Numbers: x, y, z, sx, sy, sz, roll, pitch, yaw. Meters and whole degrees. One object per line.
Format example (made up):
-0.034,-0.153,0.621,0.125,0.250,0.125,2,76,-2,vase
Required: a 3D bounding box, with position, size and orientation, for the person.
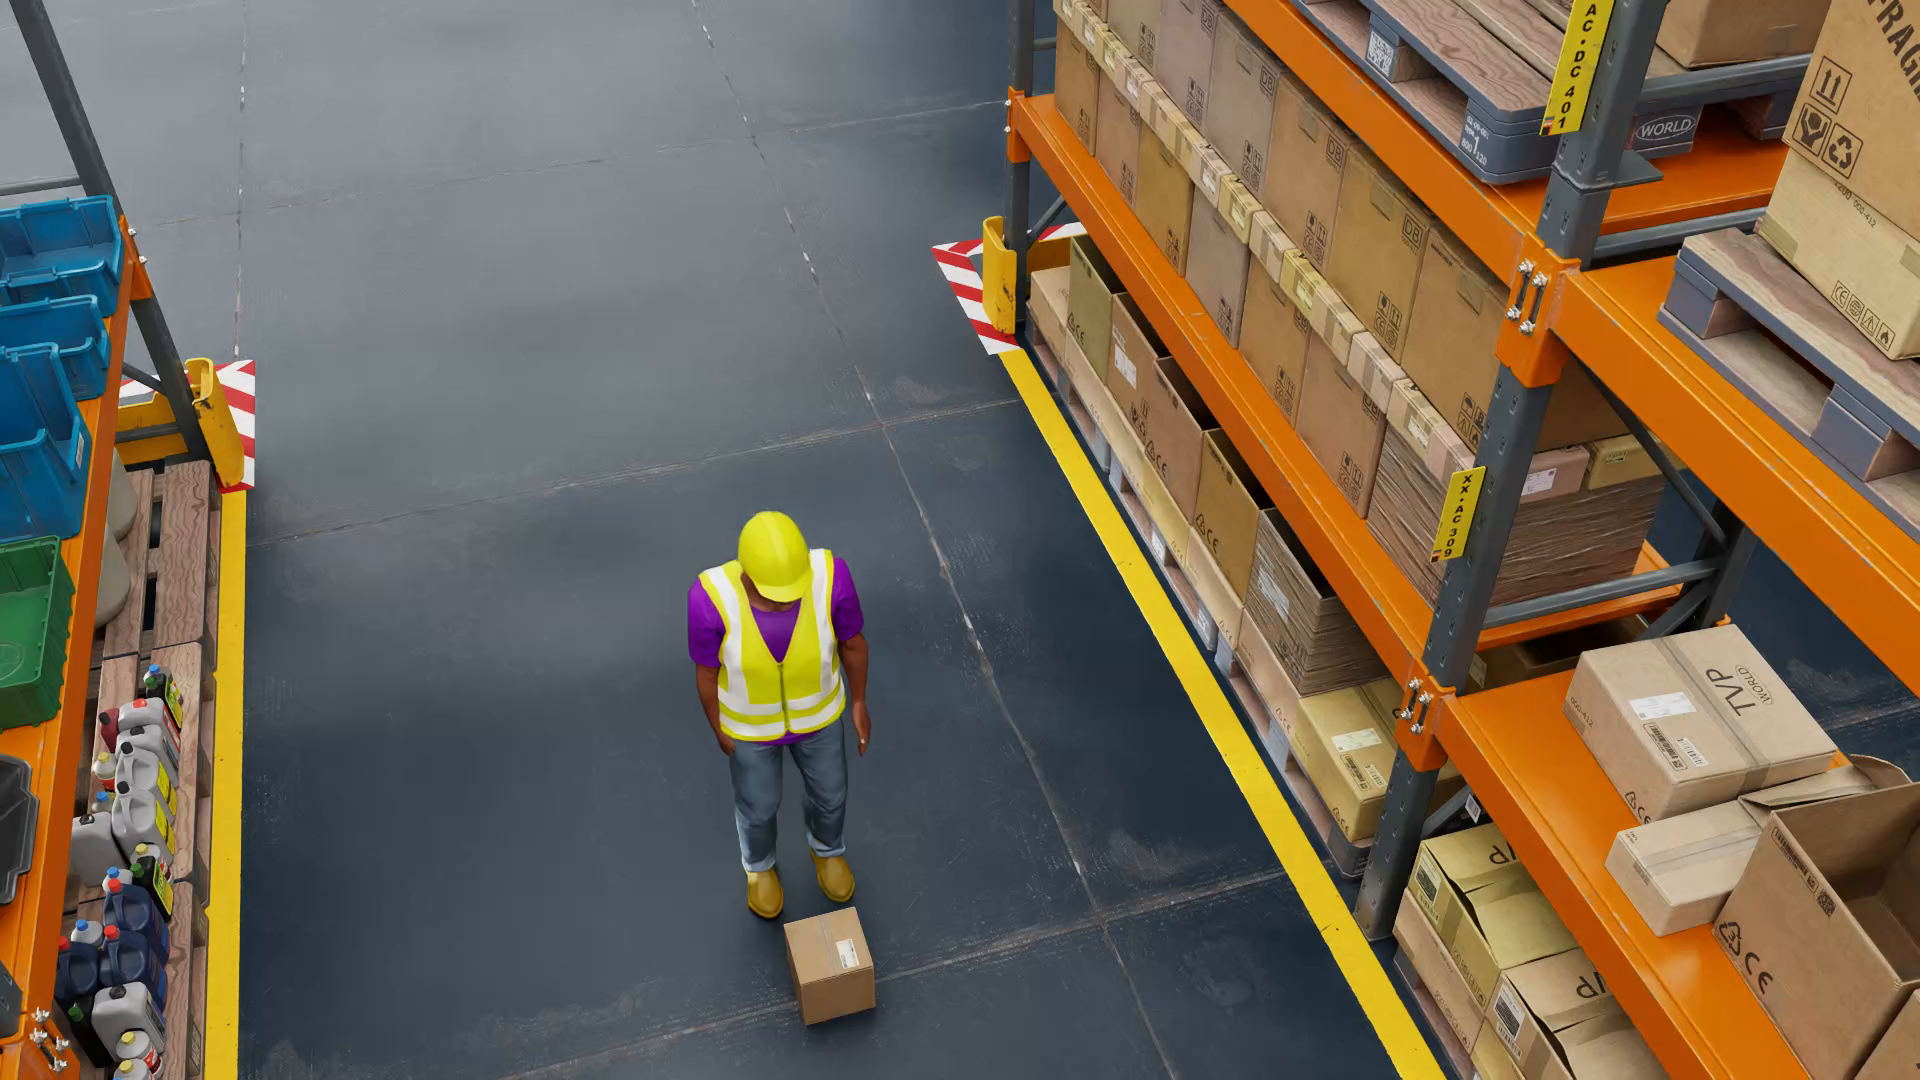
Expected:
-0.572,0.575,5.515,0.571,1.759,0.379,-11,43,-12,person
